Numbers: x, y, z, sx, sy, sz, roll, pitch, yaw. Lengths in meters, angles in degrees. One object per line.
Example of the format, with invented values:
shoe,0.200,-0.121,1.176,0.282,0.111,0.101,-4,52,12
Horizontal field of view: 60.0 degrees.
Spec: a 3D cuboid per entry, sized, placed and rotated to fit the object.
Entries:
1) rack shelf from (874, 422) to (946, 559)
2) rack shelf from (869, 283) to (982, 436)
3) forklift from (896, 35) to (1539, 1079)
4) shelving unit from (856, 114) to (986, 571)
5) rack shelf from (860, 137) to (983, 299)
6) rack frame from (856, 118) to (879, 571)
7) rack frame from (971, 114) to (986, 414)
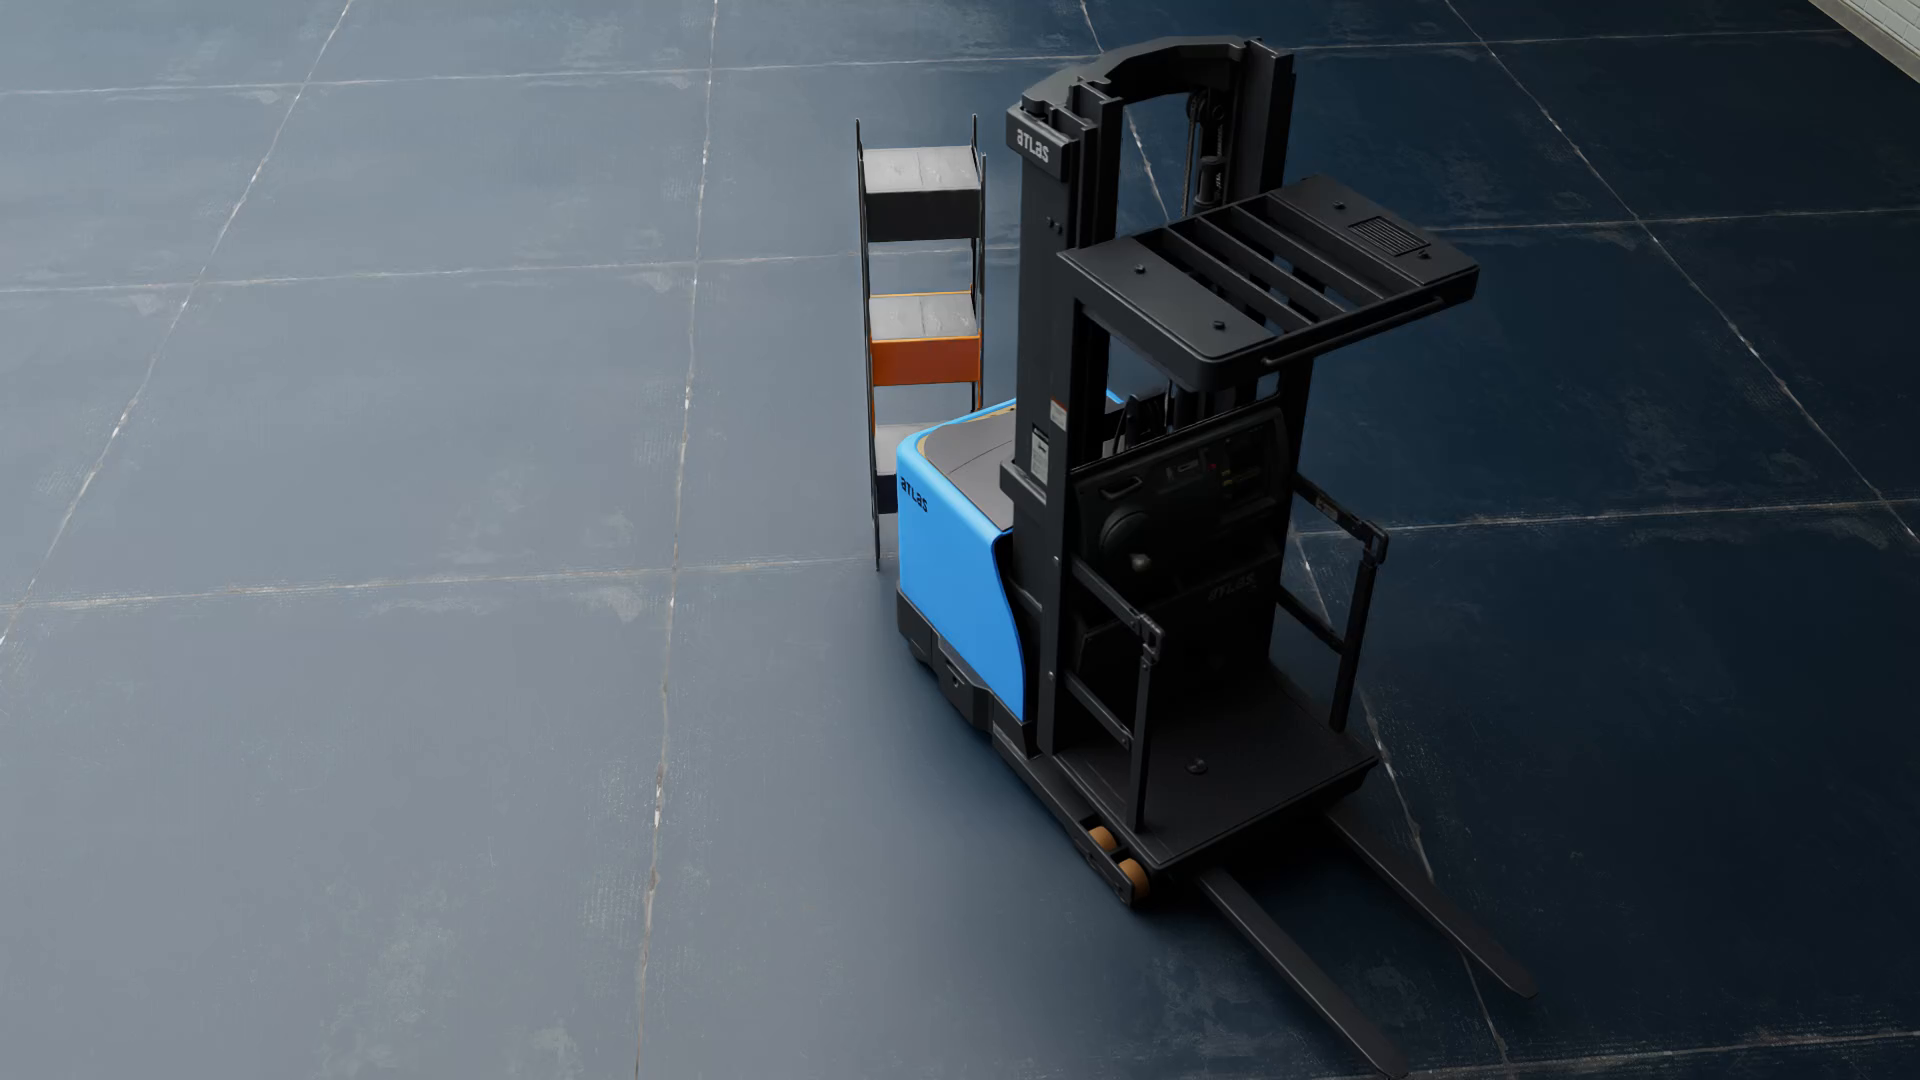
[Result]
rack shelf,-0.165,-0.255,7.852,0.480,0.518,0.431,-3,38,-4
rack shelf,-0.165,-0.805,7.419,0.480,0.518,0.431,-3,38,-4
forklift,0.922,-0.105,5.839,1.130,2.935,3.031,-21,43,-24
shelving unit,-0.165,-0.815,7.410,0.503,2.100,0.431,-3,38,-4
rack shelf,-0.165,-1.354,6.985,0.480,0.518,0.431,-3,38,-4
rack frame,-0.408,-0.802,7.393,0.015,2.100,0.400,-3,38,-4
rack frame,0.078,-0.829,7.427,0.015,2.100,0.400,-3,38,-4
